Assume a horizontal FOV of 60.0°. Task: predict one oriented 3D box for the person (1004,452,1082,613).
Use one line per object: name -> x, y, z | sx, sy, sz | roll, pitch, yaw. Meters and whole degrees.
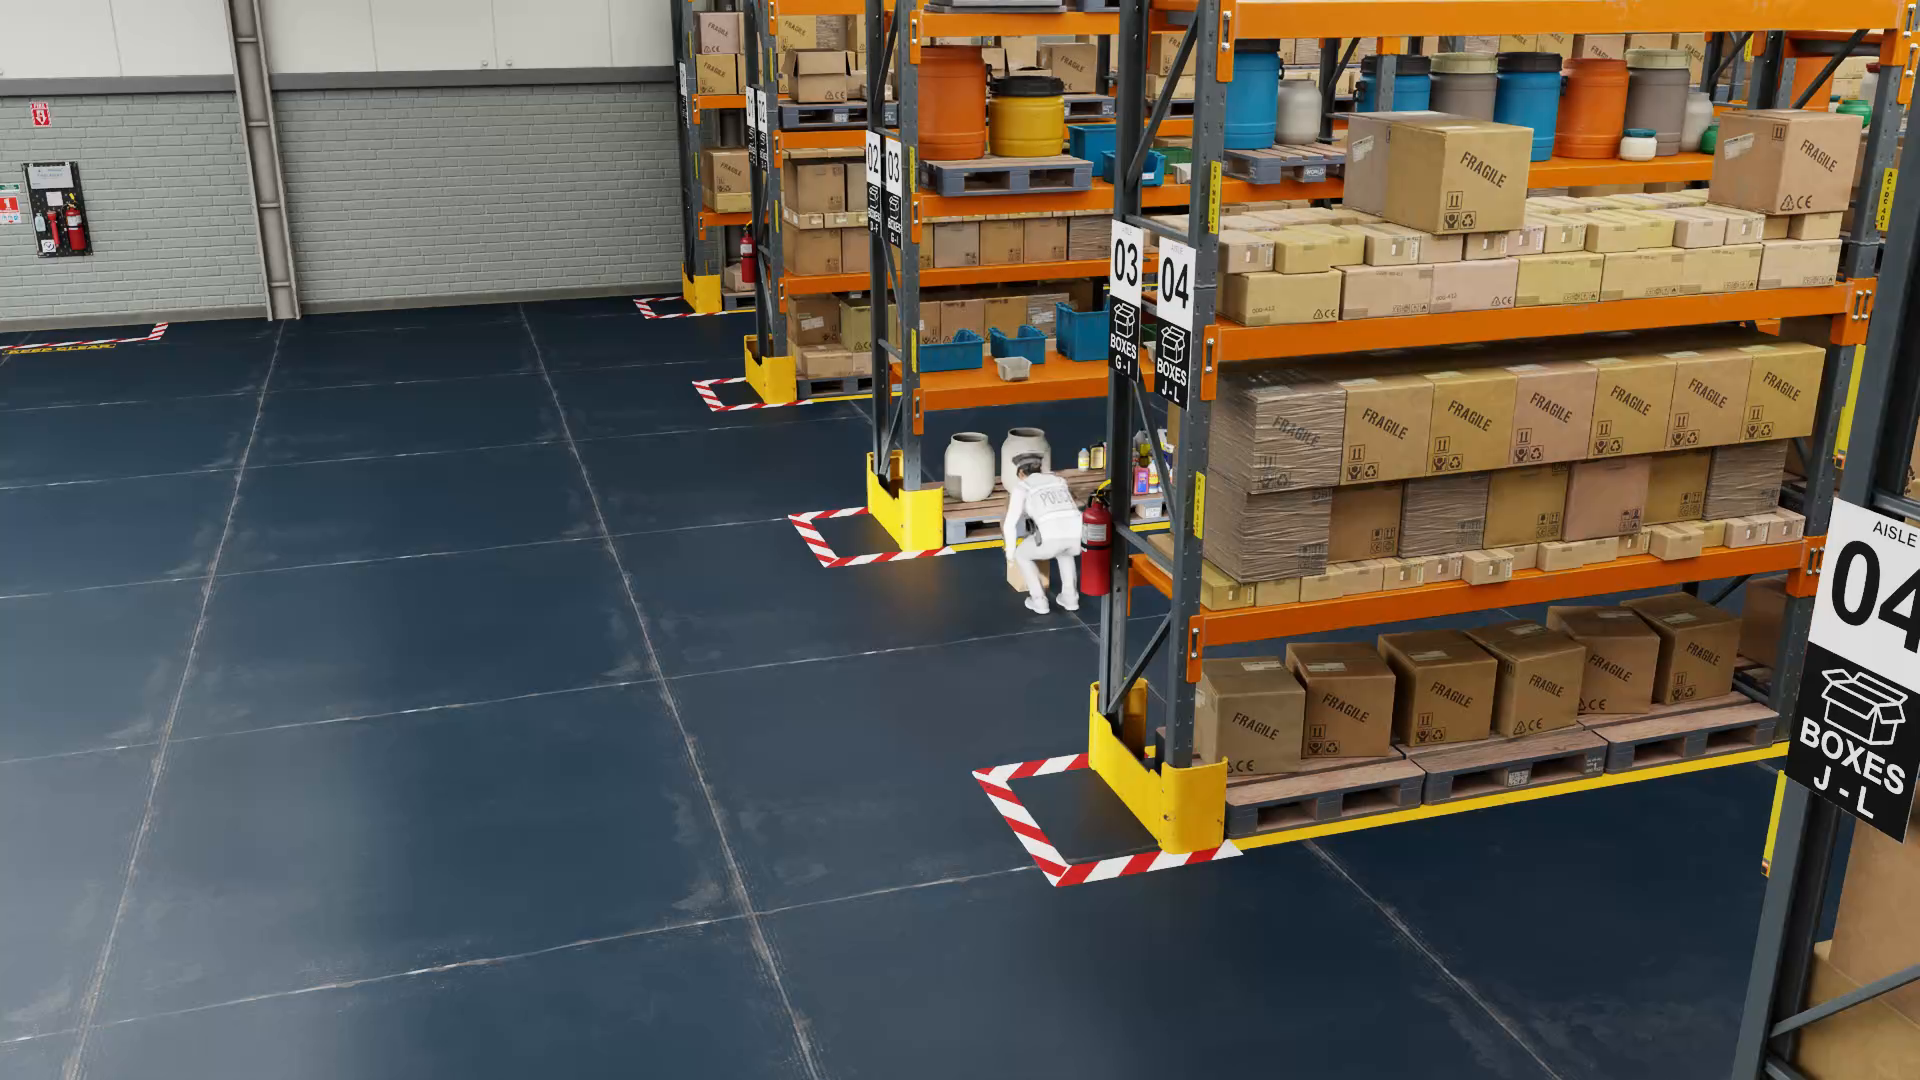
person -> 0.602, -0.058, 12.089 | 0.509, 1.101, 0.809 | -6, 20, -17
